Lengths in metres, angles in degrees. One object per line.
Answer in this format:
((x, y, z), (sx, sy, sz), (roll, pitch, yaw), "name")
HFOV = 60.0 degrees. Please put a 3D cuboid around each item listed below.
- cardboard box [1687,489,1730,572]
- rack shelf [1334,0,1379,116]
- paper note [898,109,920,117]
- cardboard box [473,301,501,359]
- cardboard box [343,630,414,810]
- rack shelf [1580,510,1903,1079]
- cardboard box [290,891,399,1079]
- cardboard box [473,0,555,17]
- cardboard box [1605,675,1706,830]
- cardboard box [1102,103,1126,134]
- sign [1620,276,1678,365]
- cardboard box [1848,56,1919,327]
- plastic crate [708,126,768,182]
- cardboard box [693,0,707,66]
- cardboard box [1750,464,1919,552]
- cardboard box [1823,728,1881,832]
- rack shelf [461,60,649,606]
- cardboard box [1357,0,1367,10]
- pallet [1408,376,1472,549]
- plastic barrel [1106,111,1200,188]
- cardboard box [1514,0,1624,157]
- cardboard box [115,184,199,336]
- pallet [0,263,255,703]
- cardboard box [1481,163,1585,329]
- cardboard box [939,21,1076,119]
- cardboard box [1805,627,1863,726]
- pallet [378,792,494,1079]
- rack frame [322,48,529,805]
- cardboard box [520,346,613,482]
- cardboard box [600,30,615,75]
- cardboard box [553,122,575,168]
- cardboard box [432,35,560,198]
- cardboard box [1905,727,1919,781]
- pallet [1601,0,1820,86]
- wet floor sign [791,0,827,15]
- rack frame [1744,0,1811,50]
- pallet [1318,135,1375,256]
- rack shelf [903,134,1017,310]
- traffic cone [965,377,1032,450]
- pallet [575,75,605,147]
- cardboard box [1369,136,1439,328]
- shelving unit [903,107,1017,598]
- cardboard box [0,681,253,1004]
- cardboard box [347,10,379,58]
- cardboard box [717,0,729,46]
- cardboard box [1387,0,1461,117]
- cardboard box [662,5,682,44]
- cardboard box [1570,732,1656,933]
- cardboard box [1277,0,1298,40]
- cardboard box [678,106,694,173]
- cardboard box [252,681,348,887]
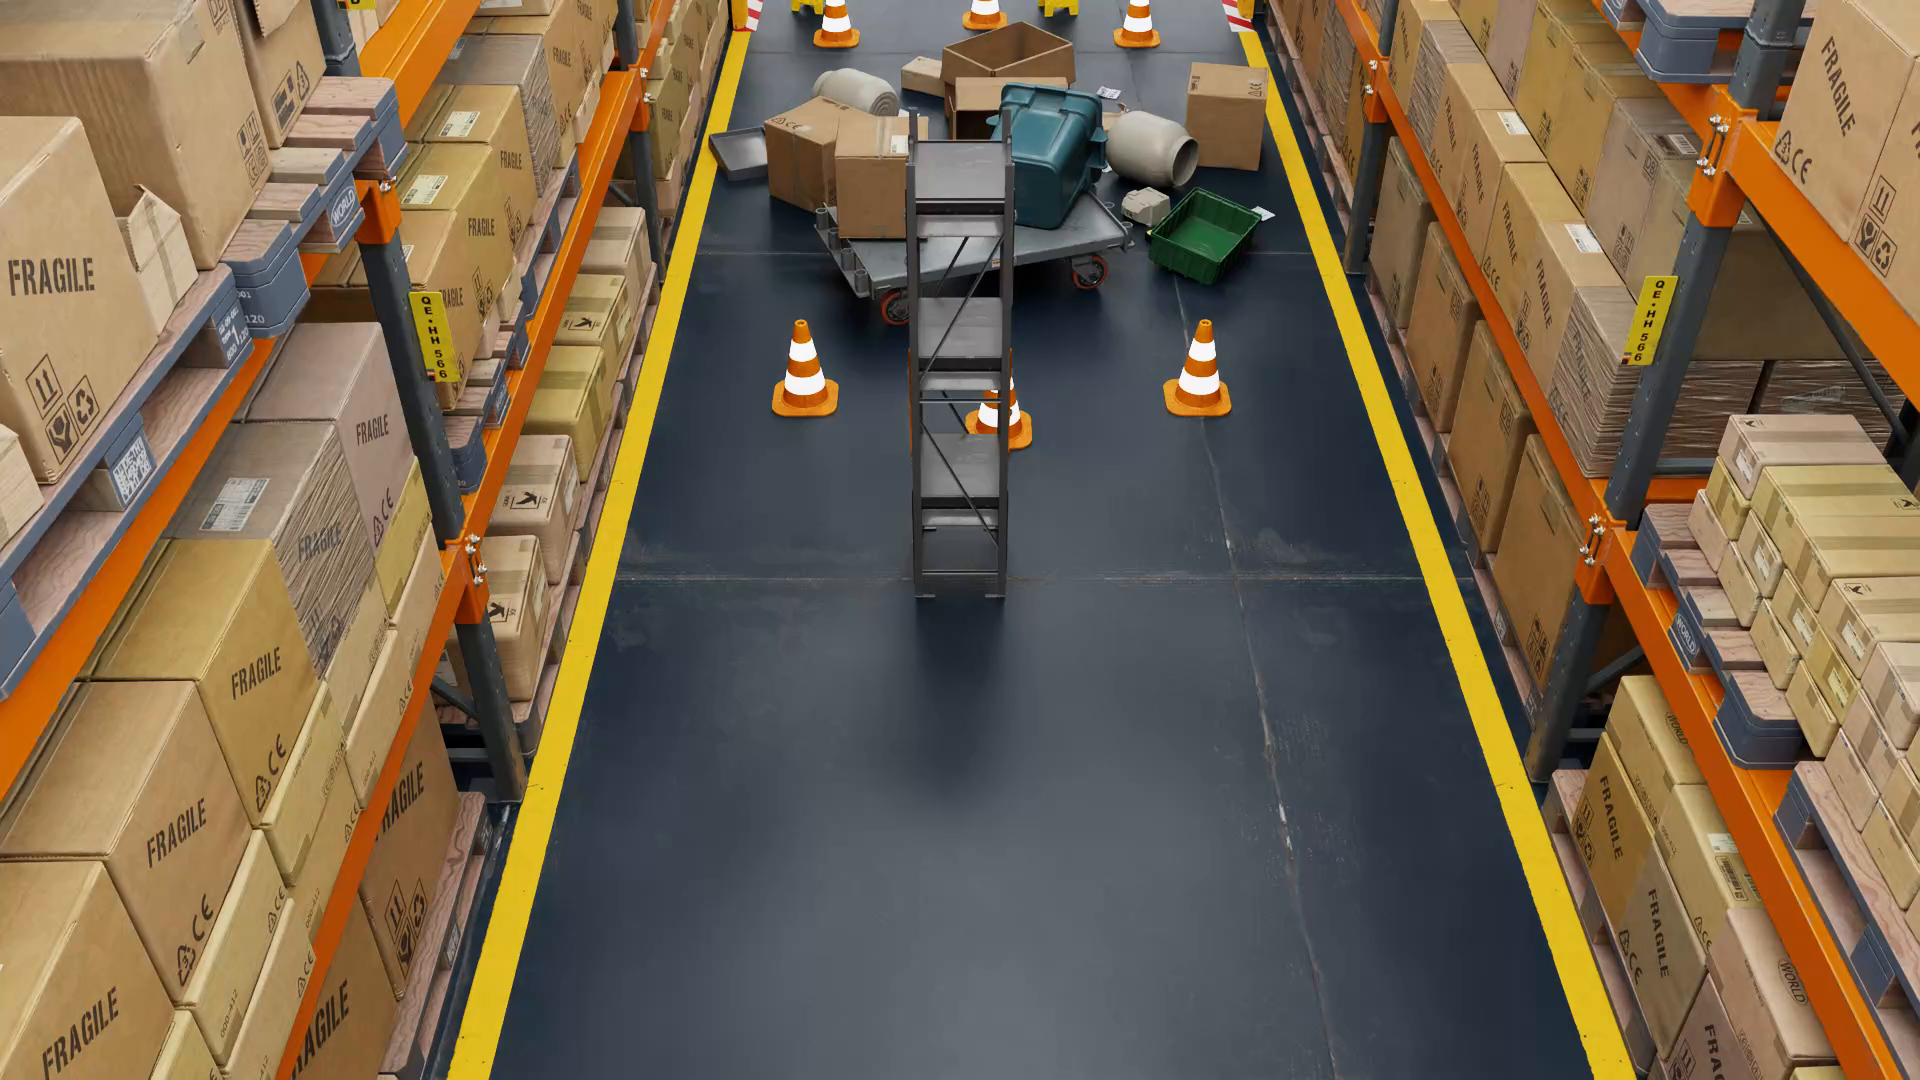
((2.547, -0.033, 5.257), (0.380, 0.149, 0.250), (-1, 39, -1), "cardboard box")
((2.741, -3.718, 10.566), (1.077, 0.370, 4.000), (0, 39, 0), "rack shelf")
((-0.369, -2.899, 11.352), (0.148, 0.019, 0.142), (13, 40, 15), "paper note")
((-1.937, -0.797, 6.211), (0.380, 0.149, 0.250), (-2, 39, -3), "cardboard box")
((-1.925, 0.514, 4.830), (0.500, 0.250, 0.500), (1, 39, 1), "cardboard box")
((2.750, 1.285, 4.324), (1.077, 0.370, 4.000), (0, 39, 0), "rack shelf")
((-2.287, 1.475, 4.874), (0.875, 0.875, 0.875), (0, 39, 1), "cardboard box")
((-1.943, -2.363, 7.127), (0.380, 0.149, 0.250), (-2, 39, -2), "cardboard box")
((2.507, 0.704, 5.537), (0.500, 0.250, 0.500), (-2, 39, -2), "cardboard box")
((0.900, -2.755, 10.975), (0.396, 0.266, 0.258), (6, 39, 8), "cardboard box")
((2.193, -0.696, 5.294), (0.100, 0.325, 0.005), (0, 39, 0), "sign")
((2.490, -0.786, 3.854), (0.500, 0.500, 0.500), (0, 39, 0), "cardboard box")
((-1.388, -2.524, 10.836), (0.402, 0.080, 0.583), (-13, 40, -16), "plastic crate")
((-1.952, -3.424, 10.887), (0.500, 0.500, 0.500), (-1, 39, -1), "cardboard box")
((2.558, -0.088, 4.850), (0.380, 0.149, 0.250), (-1, 39, -1), "cardboard box")
((2.552, 0.639, 4.419), (0.380, 0.149, 0.250), (1, 39, 1), "cardboard box")
((-2.204, -1.150, 7.362), (1.077, 0.370, 4.000), (0, 39, 0), "rack shelf")
((2.708, -3.381, 9.451), (0.875, 0.550, 0.550), (0, 39, 0), "cardboard box")
((2.824, -0.413, 8.096), (1.003, 0.211, 1.213), (0, 39, 0), "pallet")
((1.208, -2.451, 10.470), (0.512, 0.421, 0.421), (28, 46, 30), "plastic barrel")
((2.752, -1.913, 6.859), (0.700, 0.500, 0.500), (0, 39, 0), "cardboard box")
((-1.850, -0.601, 3.474), (0.396, 0.266, 0.258), (-1, 39, -1), "cardboard box")
((-2.144, -0.175, 3.322), (1.003, 0.211, 1.213), (2, 39, 2), "pallet")
((2.479, -1.192, 6.759), (0.500, 0.500, 0.500), (-1, 39, -1), "cardboard box")
((0.323, -3.112, 11.231), (0.797, 0.503, 0.637), (-28, 46, -30), "cardboard box")
((2.554, 0.368, 4.519), (0.380, 0.149, 0.250), (0, 39, 0), "cardboard box")
((-2.276, 1.401, 5.833), (1.003, 0.211, 1.213), (0, 39, 0), "pallet")
((-2.202, -0.180, 5.576), (1.000, 3.000, 0.127), (0, 39, 0), "rack frame")
((-2.197, -0.607, 7.875), (0.950, 0.372, 0.625), (1, 39, 1), "cardboard box")
((-1.930, -2.426, 8.243), (0.380, 0.149, 0.250), (0, 39, 1), "cardboard box")
((-1.943, -1.788, 7.447), (0.380, 0.149, 0.250), (0, 39, 0), "cardboard box")
((-1.979, -1.751, 6.883), (0.500, 0.500, 0.500), (-1, 39, -2), "cardboard box")
((2.558, 0.566, 4.034), (0.380, 0.149, 0.250), (1, 39, 1), "cardboard box")
((2.694, -1.746, 5.283), (1.213, 0.211, 1.003), (2, 39, 2), "pallet")
((-1.141, -4.384, 12.704), (0.267, 0.644, 0.232), (13, 40, 15), "wet floor sign")
((2.748, -2.588, 3.783), (1.000, 3.000, 0.127), (0, 39, 0), "rack frame")
((2.821, -2.136, 10.246), (1.003, 0.211, 1.213), (0, 39, 0), "pallet")
((0.000, -1.251, 6.535), (0.431, 0.518, 0.480), (0, 39, 0), "rack shelf")
((0.195, -0.736, 8.299), (0.336, 0.463, 0.334), (0, 39, 0), "traffic cone")
((-2.351, -2.128, 8.161), (1.003, 0.211, 1.213), (0, 39, 0), "pallet")
((2.834, -1.646, 8.869), (1.050, 0.750, 0.750), (0, 39, 0), "cardboard box")
((0.000, -0.716, 6.964), (0.431, 2.100, 0.503), (0, 39, 0), "shelving unit")
((-1.944, 0.662, 3.646), (0.500, 0.500, 0.500), (-1, 39, -1), "cardboard box")
((-2.033, -1.655, 5.125), (0.396, 0.266, 0.258), (0, 39, 0), "cardboard box")
((-1.941, -3.753, 11.898), (0.500, 0.250, 0.500), (0, 39, 0), "cardboard box")
((2.475, -2.458, 8.339), (0.500, 0.500, 0.500), (0, 39, 0), "cardboard box")
((-1.880, -3.087, 9.948), (0.380, 0.149, 0.250), (1, 39, 2), "cardboard box")
((2.494, 1.007, 5.757), (0.500, 0.500, 0.500), (-2, 39, -2), "cardboard box")
((2.806, -4.160, 11.906), (0.875, 0.875, 0.875), (0, 39, 0), "cardboard box")
((-1.949, -2.475, 10.303), (0.500, 0.250, 0.500), (2, 39, 3), "cardboard box")
((-1.922, 0.627, 4.289), (0.500, 0.250, 0.500), (-1, 39, -1), "cardboard box")
